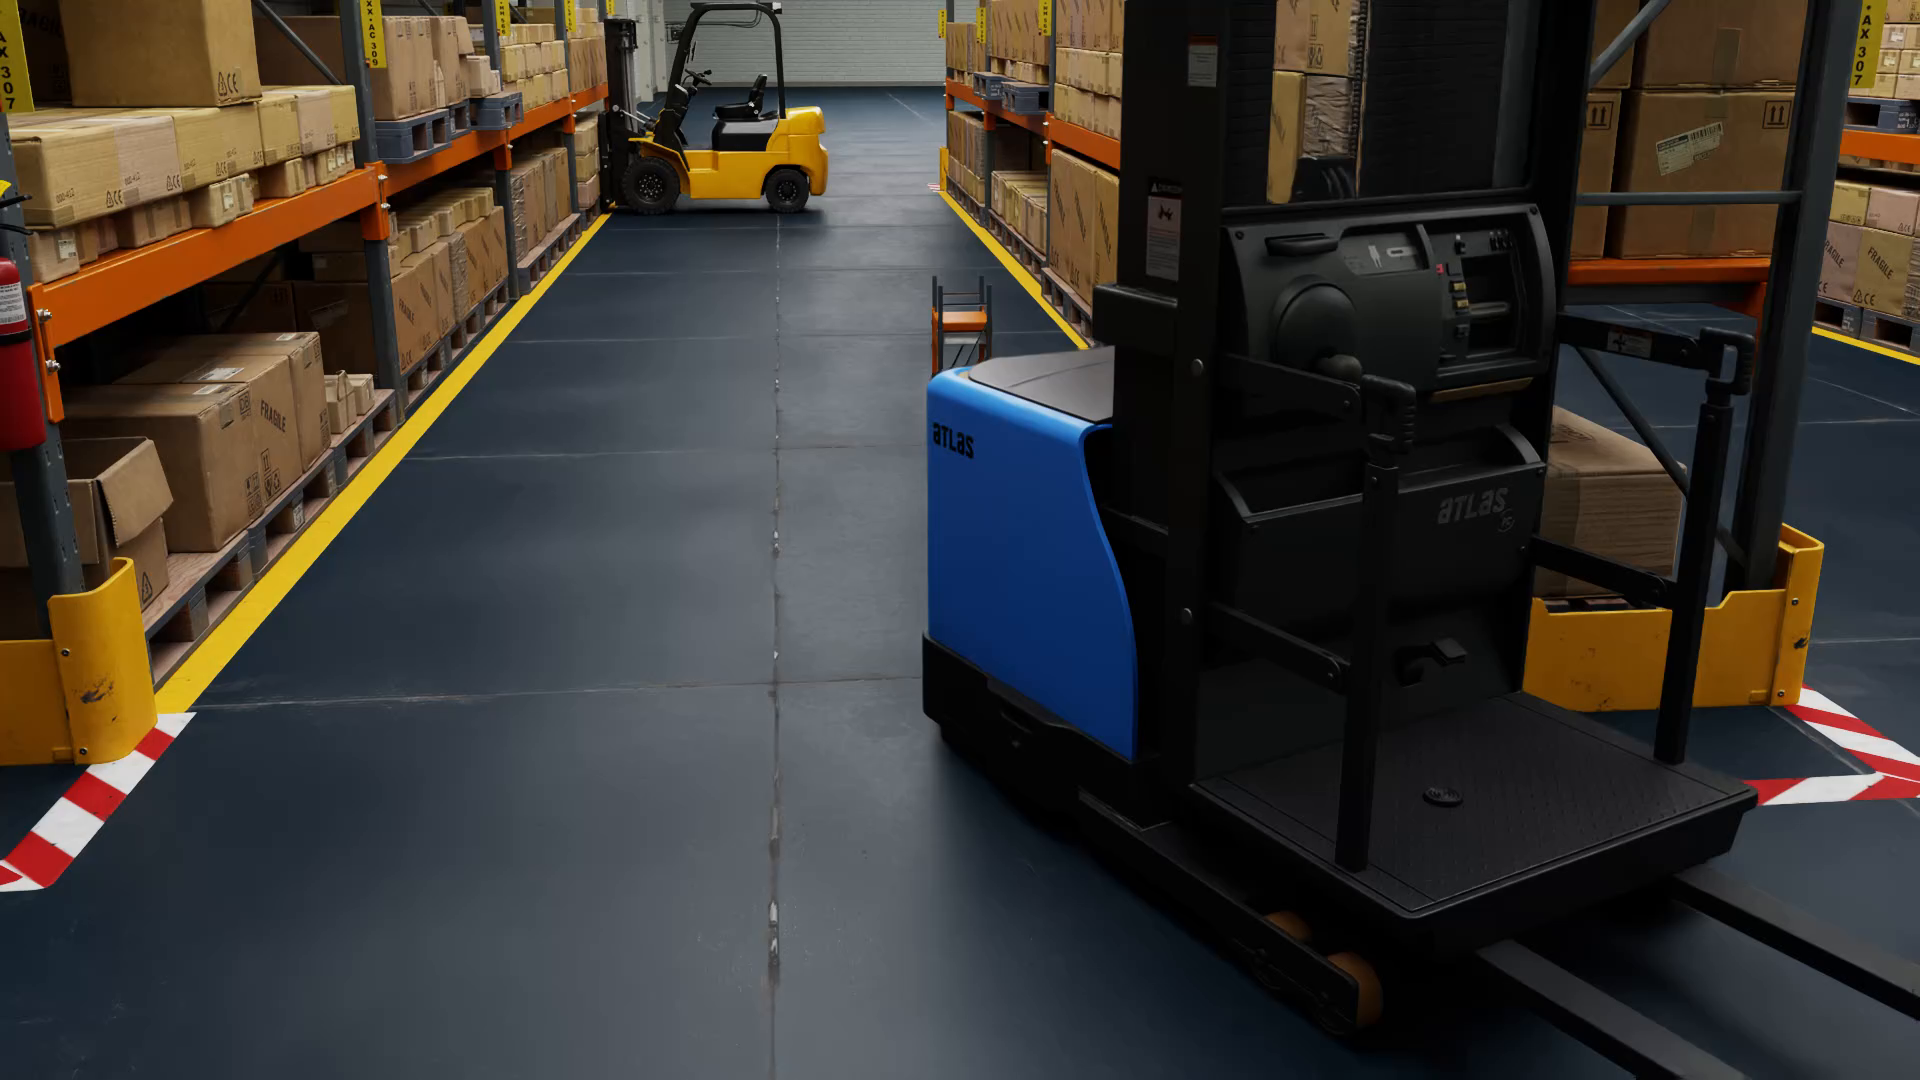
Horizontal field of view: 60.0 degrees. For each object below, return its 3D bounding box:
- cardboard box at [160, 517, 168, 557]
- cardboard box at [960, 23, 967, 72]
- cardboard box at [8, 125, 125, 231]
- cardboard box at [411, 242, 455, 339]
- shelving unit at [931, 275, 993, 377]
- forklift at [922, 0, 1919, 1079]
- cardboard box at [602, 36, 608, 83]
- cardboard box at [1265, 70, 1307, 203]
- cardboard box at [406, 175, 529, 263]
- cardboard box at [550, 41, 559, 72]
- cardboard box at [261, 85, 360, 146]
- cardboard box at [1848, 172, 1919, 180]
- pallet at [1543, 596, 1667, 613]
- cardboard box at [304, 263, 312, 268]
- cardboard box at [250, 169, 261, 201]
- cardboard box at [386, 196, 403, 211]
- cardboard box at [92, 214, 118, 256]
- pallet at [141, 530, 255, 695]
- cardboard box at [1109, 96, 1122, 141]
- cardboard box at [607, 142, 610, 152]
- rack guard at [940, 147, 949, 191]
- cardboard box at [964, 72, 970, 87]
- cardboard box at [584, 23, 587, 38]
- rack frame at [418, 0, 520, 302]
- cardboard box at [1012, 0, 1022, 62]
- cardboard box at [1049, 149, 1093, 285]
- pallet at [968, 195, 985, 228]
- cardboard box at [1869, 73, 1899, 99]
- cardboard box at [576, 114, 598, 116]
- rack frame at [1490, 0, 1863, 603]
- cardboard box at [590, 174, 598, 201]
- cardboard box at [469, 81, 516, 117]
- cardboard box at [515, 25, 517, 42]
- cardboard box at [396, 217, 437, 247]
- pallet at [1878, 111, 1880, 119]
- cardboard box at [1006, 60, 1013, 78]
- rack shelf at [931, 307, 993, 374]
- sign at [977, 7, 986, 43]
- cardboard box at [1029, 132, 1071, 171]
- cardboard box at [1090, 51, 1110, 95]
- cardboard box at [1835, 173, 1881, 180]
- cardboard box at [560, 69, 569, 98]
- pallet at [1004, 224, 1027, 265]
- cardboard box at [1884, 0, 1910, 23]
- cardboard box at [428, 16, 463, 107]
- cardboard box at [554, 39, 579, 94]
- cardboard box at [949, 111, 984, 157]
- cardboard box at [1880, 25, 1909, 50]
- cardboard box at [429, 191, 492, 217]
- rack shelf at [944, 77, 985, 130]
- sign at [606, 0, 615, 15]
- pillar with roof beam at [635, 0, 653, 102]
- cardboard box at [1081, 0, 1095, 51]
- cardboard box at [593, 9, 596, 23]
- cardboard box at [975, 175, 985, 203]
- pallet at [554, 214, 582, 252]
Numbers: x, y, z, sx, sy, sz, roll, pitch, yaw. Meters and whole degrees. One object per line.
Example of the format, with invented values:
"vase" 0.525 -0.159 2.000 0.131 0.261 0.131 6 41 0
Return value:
"cardboard box" -2.924 0.033 5.623 0.380 0.149 0.250 -2 18 -8
"cardboard box" 0.281 -5.318 17.945 0.500 0.500 0.500 -2 18 -7
"cardboard box" -2.729 -1.028 4.697 0.500 0.250 0.500 -2 18 -5
"cardboard box" -3.300 -1.472 9.829 0.500 0.500 0.500 -2 18 -7
"shelving unit" 0.006 -0.485 6.469 0.215 1.050 0.252 -2 18 -6
"forklift" 1.079 -0.537 3.495 1.130 2.935 3.031 -10 20 -29
"cardboard box" -4.288 -5.490 18.990 0.500 0.500 0.500 -2 18 -7
"cardboard box" 1.508 -1.608 6.624 0.500 0.500 0.500 -1 17 -4
"cardboard box" -3.826 -2.451 12.740 0.875 0.625 0.625 -1 17 -4
"cardboard box" -3.822 -4.265 14.669 0.500 0.250 0.500 -2 18 -7
"cardboard box" -3.067 -1.932 7.576 0.500 0.250 0.500 -1 17 -4
"cardboard box" 6.506 -2.403 11.543 0.500 0.250 0.500 -1 17 -4
"pallet" 1.827 0.126 5.923 1.003 0.211 1.213 -2 18 -6
"cardboard box" -3.750 -1.299 9.278 0.500 0.500 0.500 -3 18 -8
"cardboard box" -3.009 -1.410 6.581 0.380 0.149 0.250 -2 17 -5
"cardboard box" -3.925 -2.198 11.060 0.380 0.149 0.250 -2 17 -5
"cardboard box" -2.845 -0.952 5.121 0.380 0.149 0.250 -2 18 -6
"pallet" -3.041 0.257 5.508 1.003 0.211 1.213 -2 18 -6
"cardboard box" 1.193 -2.517 9.937 0.500 0.250 0.500 -2 18 -7
"cardboard box" -4.124 -4.270 18.324 0.500 0.250 0.500 -2 18 -7
"rack guard" 0.345 -4.520 20.240 1.175 0.500 0.348 -2 18 -6
"cardboard box" 0.246 -4.965 17.905 0.380 0.149 0.250 -2 18 -5
"cardboard box" -4.098 -5.311 17.335 0.380 0.149 0.250 -2 18 -7
"rack frame" -3.775 -3.197 11.854 1.000 3.000 0.127 -2 18 -6
"cardboard box" 0.721 -4.173 13.596 0.500 0.500 0.500 -3 18 -9
"cardboard box" 1.151 -2.330 11.937 0.875 0.875 0.875 -2 18 -6
"pallet" 0.645 -3.412 17.193 1.003 0.211 1.213 -2 18 -6
"cardboard box" 6.112 -2.924 10.701 0.380 0.149 0.250 -1 17 -3
"cardboard box" -4.184 -4.667 18.755 0.500 0.250 0.500 -1 17 -5
"rack frame" 1.987 -0.968 4.754 1.000 3.000 0.127 -2 18 -6
"cardboard box" -3.976 -3.583 16.971 0.500 0.250 0.500 -2 18 -7
"cardboard box" -3.578 -3.266 12.321 0.500 0.250 0.500 -2 18 -5
"cardboard box" -3.691 -3.965 13.050 0.380 0.149 0.250 -2 17 -5
"cardboard box" -3.332 -1.825 9.872 0.380 0.149 0.250 -1 17 -4
"pallet" 6.255 -3.234 12.292 1.213 0.211 1.003 -2 18 -6
"cardboard box" 0.599 -4.060 14.321 0.380 0.149 0.250 -1 17 -4
"rack shelf" 0.005 -0.746 6.387 0.215 0.259 0.240 -2 18 -6
"sign" 0.211 -4.938 15.951 0.100 0.325 0.005 -2 18 -6
"cardboard box" 0.957 -3.974 16.965 0.500 0.500 0.500 -1 17 -3
"cardboard box" 1.099 -2.906 10.341 0.500 0.250 0.500 -1 17 -5
"cardboard box" 5.996 -2.389 11.498 0.500 0.250 0.500 -2 18 -5
"cardboard box" -3.875 -4.176 15.220 0.500 0.250 0.500 -1 17 -4
"pallet" 0.960 -2.617 14.660 1.003 0.211 1.213 -2 18 -6
"cardboard box" 10.234 -5.791 17.782 0.500 0.500 0.500 -2 18 -6
"cardboard box" -3.324 -2.793 9.697 0.700 0.500 0.500 -2 18 -6
"cardboard box" -3.973 -4.577 16.082 0.500 0.500 0.500 -2 18 -7
"cardboard box" 0.148 -4.726 19.359 0.500 0.500 0.500 -2 18 -7
"cardboard box" 6.119 -3.209 10.617 0.380 0.149 0.250 -3 18 -8
"cardboard box" -3.413 -2.295 11.368 0.380 0.149 0.250 -3 18 -9
"rack shelf" 0.543 -4.796 18.148 1.077 0.370 4.000 -2 18 -6
"sign" -4.059 -6.259 19.277 0.100 0.325 0.005 -2 18 -6
"pillar with roof beam" -3.618 -15.491 40.997 9.100 9.000 0.400 -2 18 -6
"cardboard box" 1.068 -3.420 10.727 0.500 0.500 0.500 -1 17 -4
"cardboard box" -4.154 -5.679 18.013 0.380 0.149 0.250 -1 17 -4
"cardboard box" 0.421 -3.600 17.025 0.500 0.250 0.500 -1 17 -3
"pallet" -4.073 -2.840 15.372 1.003 0.211 1.213 -2 18 -6
